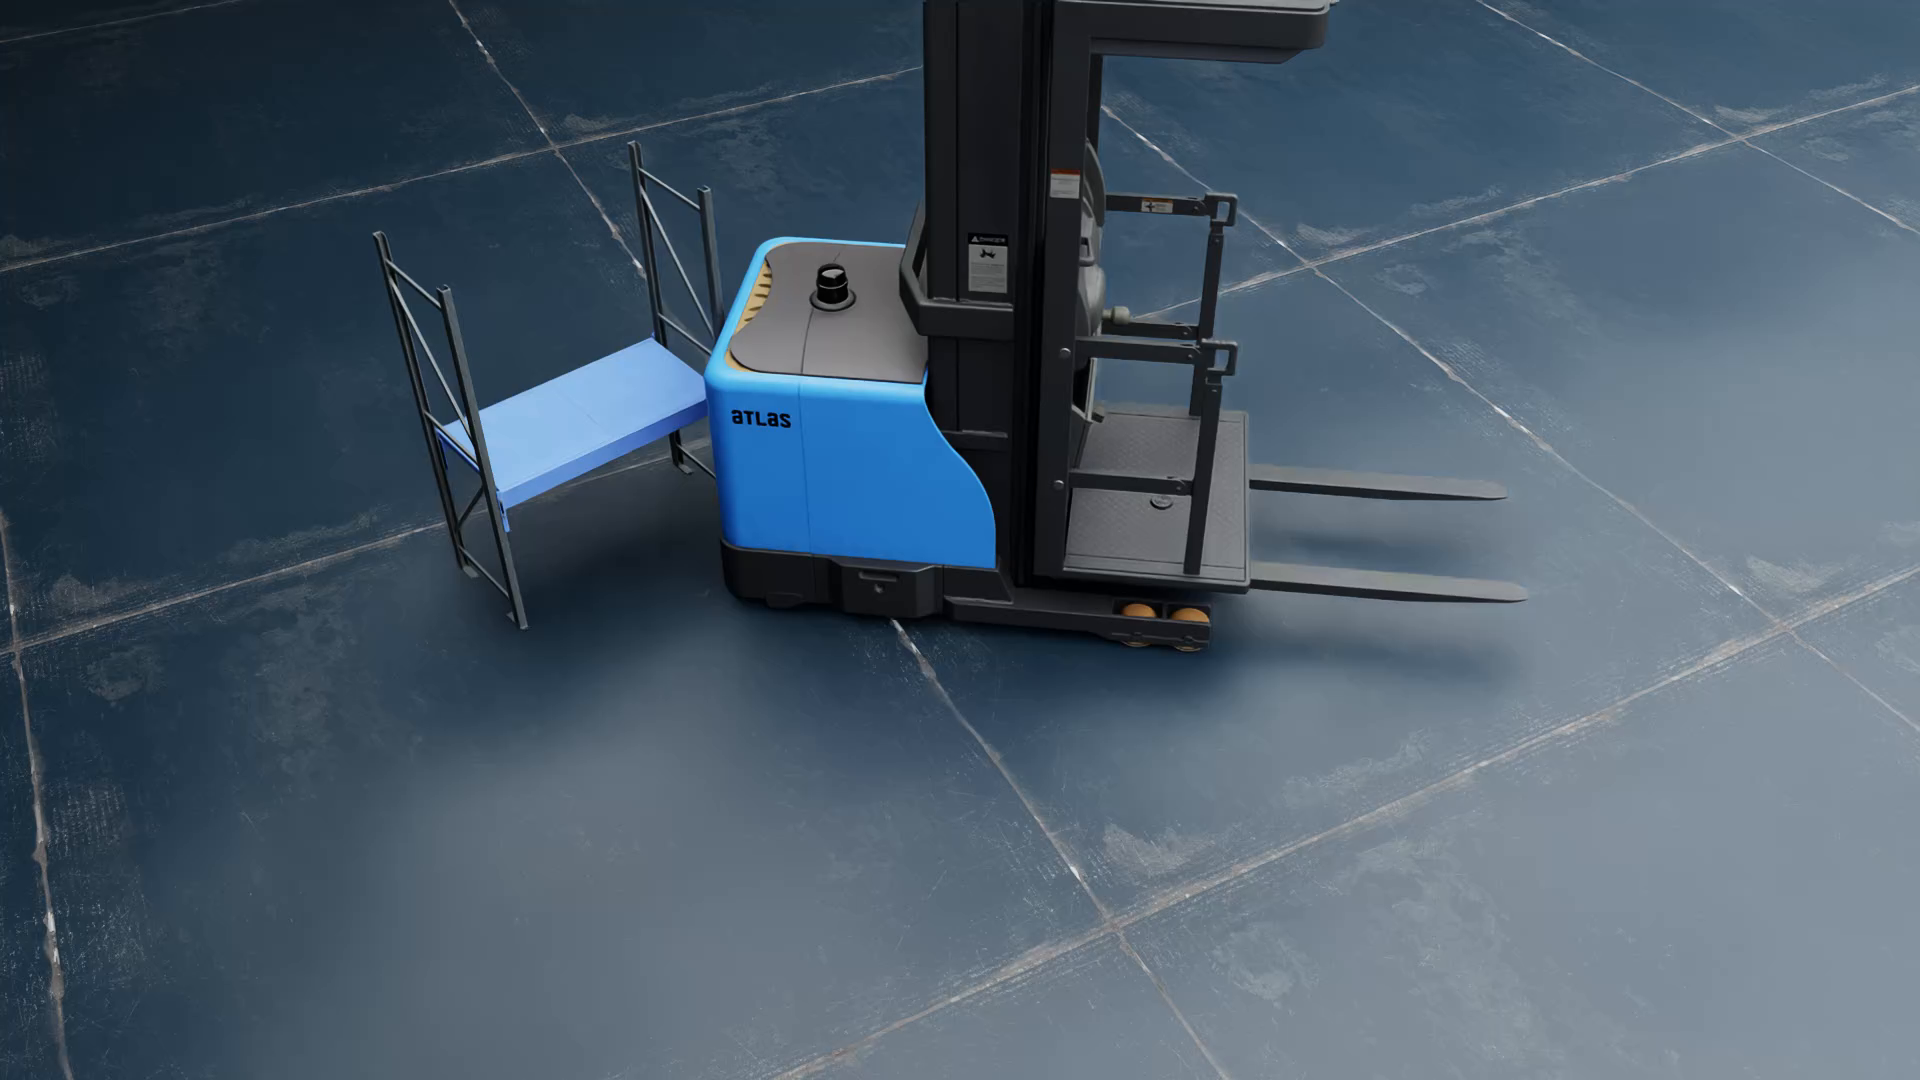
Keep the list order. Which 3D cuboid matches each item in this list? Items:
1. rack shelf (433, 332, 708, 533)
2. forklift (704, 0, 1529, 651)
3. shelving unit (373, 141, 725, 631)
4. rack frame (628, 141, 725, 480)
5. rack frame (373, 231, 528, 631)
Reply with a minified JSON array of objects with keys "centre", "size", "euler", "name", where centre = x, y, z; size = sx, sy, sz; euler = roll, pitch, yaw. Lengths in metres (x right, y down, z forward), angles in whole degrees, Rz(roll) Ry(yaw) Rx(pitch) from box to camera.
[{"centre":[-1.442,-0.433,6.379],"size":[1.000,0.185,0.538],"euler":[-29,48,-30],"name":"rack shelf"},{"centre":[0.642,-1.066,5.741],"size":[3.031,2.935,1.130],"euler":[5,40,5],"name":"forklift"},{"centre":[-1.442,-0.570,6.263],"size":[1.048,1.500,0.538],"euler":[-29,48,-30],"name":"shelving unit"},{"centre":[-1.058,-0.786,6.518],"size":[0.032,1.500,0.500],"euler":[-29,48,-30],"name":"rack frame"},{"centre":[-1.825,-0.355,6.008],"size":[0.032,1.500,0.500],"euler":[-29,48,-30],"name":"rack frame"}]
